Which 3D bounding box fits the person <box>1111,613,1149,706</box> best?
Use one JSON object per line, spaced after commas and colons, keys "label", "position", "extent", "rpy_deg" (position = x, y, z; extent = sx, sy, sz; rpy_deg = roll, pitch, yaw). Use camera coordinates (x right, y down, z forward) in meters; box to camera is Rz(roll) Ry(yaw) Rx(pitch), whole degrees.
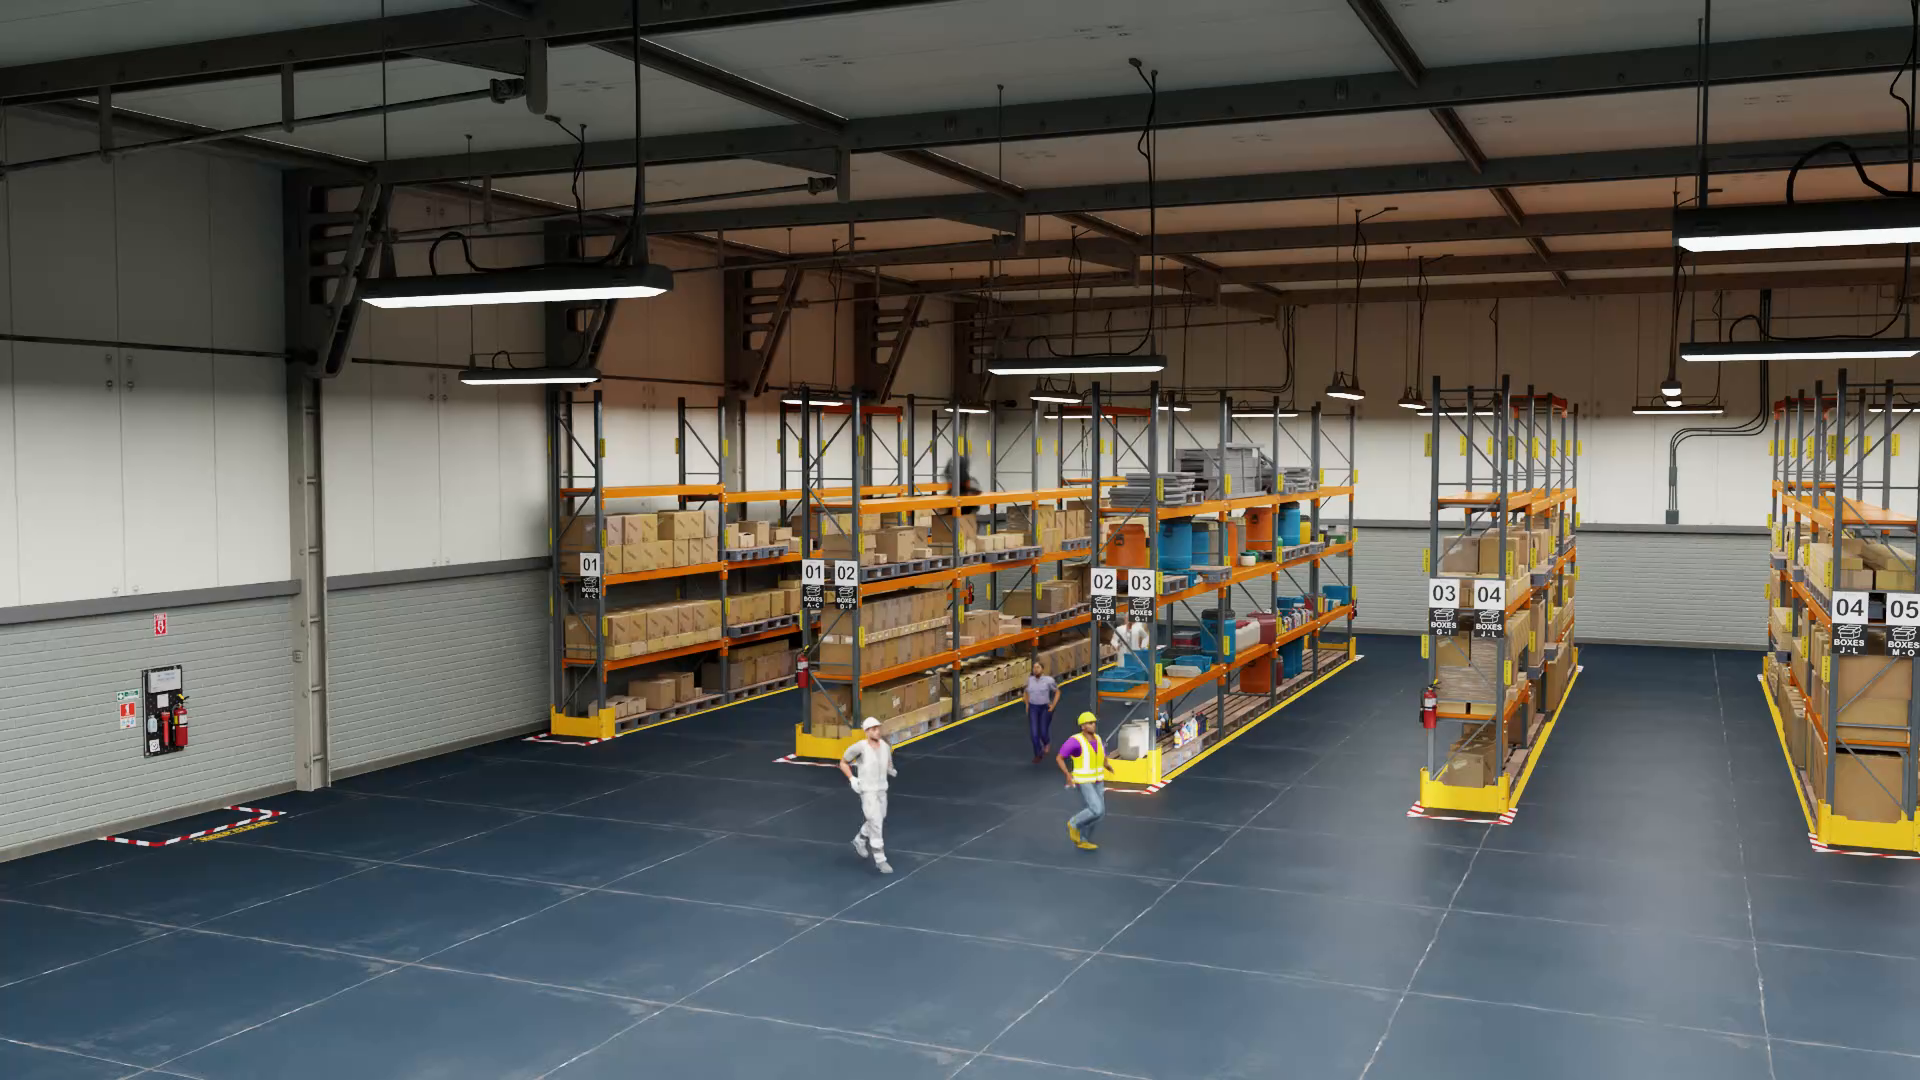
{"label": "person", "position": [3.320, 2.309, 32.578], "extent": [0.718, 1.764, 1.024], "rpy_deg": [1, 3, 12]}

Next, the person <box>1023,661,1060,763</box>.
{"label": "person", "position": [1.280, 2.746, 26.555], "extent": [0.605, 1.609, 0.515], "rpy_deg": [1, 3, 20]}

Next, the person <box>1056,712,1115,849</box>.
{"label": "person", "position": [1.624, 3.000, 20.635], "extent": [0.705, 1.725, 0.581], "rpy_deg": [-3, 4, -42]}

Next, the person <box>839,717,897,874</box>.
{"label": "person", "position": [-1.059, 3.003, 19.821], "extent": [0.651, 1.796, 0.862], "rpy_deg": [-3, 4, -42]}
